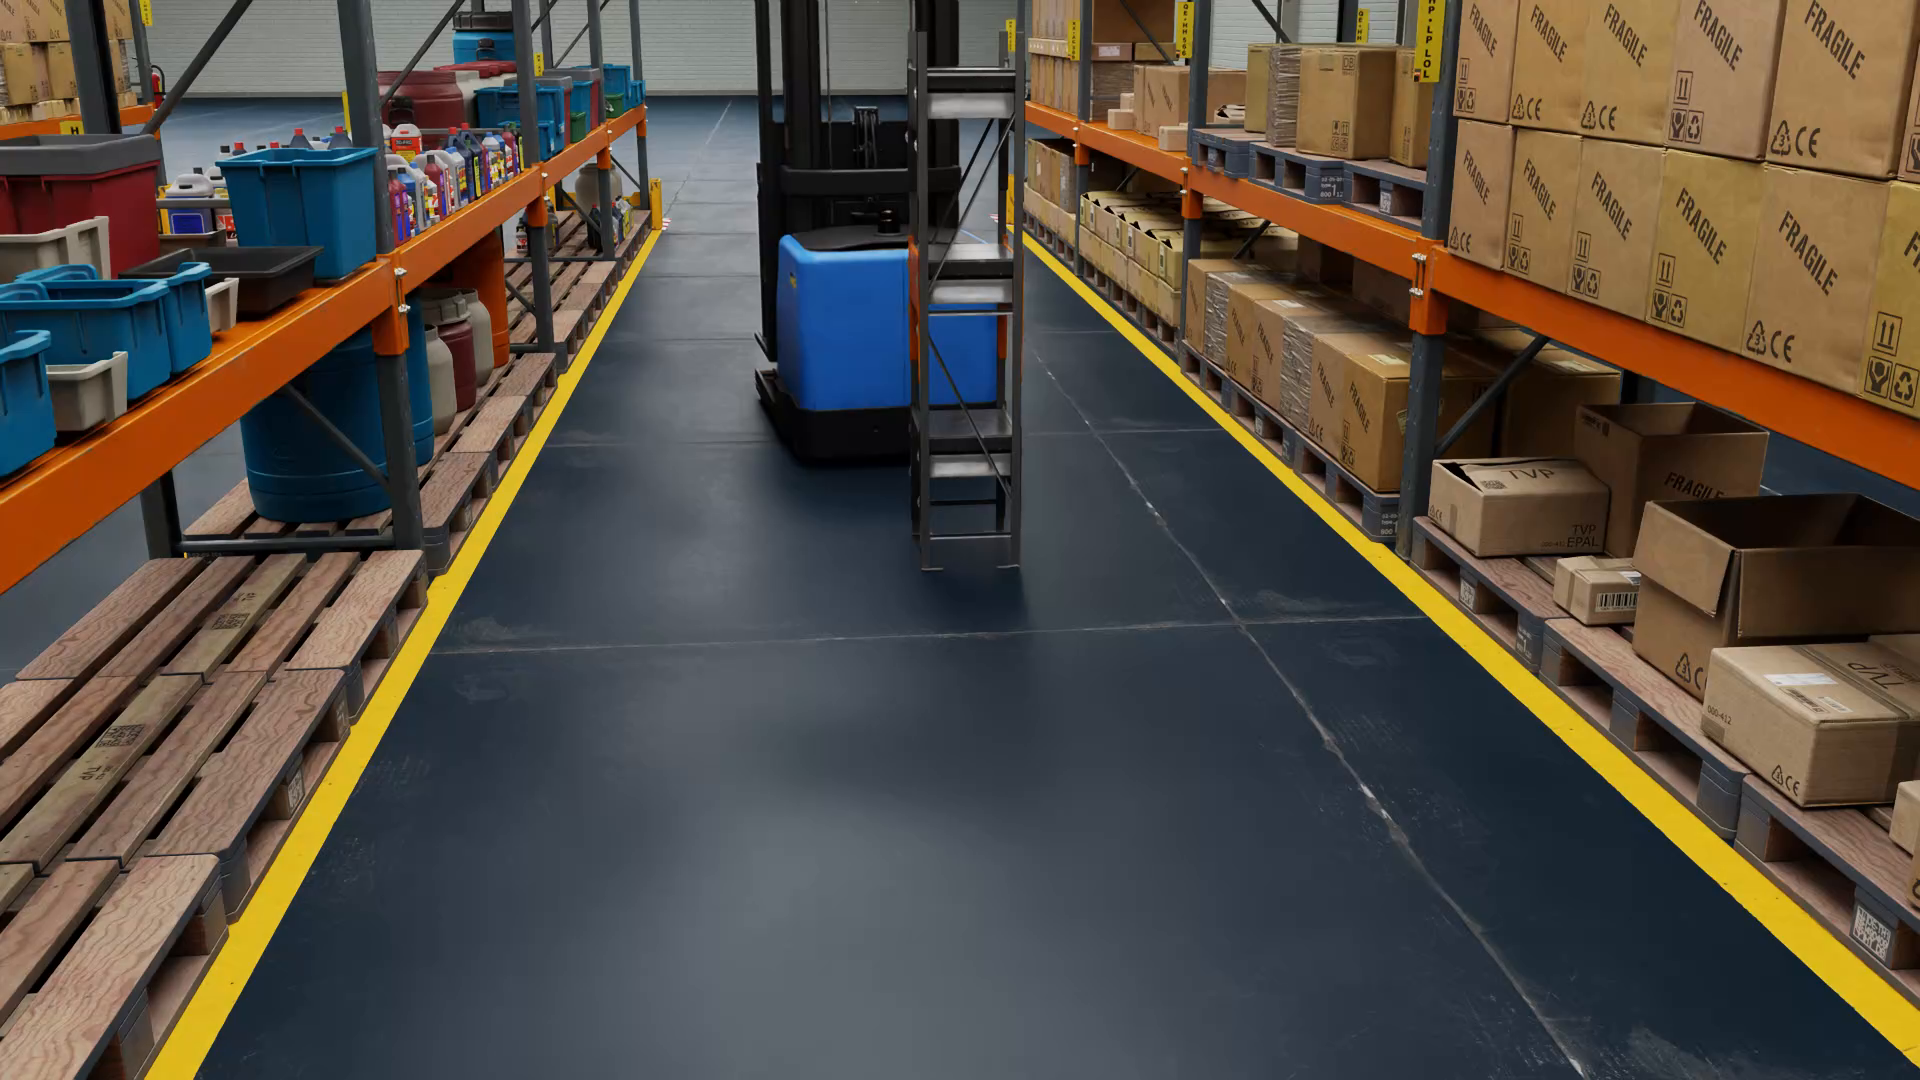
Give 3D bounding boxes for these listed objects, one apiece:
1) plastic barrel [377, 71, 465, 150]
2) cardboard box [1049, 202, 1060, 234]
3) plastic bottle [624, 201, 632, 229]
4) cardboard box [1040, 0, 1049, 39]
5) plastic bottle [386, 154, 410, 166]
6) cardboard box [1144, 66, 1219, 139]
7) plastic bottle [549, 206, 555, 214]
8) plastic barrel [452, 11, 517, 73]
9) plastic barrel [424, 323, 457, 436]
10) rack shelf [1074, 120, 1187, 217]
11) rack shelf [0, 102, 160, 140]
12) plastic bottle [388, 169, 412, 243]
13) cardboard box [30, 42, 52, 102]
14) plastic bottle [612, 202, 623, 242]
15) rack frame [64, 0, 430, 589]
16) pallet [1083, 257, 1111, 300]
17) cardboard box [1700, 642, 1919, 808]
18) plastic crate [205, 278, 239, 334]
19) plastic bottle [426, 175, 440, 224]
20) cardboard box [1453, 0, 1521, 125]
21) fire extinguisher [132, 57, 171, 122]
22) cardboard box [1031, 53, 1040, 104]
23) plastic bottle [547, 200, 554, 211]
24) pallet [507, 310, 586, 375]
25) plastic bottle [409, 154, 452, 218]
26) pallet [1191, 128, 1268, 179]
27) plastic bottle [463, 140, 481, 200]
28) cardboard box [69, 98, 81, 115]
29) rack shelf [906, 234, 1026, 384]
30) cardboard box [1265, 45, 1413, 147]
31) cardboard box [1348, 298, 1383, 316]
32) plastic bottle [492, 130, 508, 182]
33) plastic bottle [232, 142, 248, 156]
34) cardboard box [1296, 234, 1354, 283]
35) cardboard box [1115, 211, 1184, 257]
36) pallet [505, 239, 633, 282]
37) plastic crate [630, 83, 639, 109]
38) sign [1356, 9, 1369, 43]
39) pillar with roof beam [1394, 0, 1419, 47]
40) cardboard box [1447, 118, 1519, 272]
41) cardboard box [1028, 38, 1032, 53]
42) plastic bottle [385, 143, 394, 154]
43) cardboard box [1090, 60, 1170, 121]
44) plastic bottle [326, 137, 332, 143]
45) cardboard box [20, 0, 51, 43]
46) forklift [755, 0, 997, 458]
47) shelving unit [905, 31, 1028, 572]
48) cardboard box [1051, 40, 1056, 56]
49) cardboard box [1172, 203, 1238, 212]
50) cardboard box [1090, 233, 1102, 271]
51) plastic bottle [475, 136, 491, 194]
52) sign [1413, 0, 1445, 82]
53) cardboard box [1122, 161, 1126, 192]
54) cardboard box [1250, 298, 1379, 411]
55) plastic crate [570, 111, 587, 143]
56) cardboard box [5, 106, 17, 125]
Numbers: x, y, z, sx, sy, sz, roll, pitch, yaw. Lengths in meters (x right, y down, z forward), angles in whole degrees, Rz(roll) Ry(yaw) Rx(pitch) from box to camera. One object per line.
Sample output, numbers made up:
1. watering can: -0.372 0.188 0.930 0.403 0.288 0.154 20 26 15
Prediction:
1. plastic barrel: -3.359 -2.603 10.232 0.600 0.536 0.708 -2 18 -6
2. cardboard box: 1.131 -3.070 15.838 0.500 0.250 0.500 -2 18 -6
3. plastic bottle: -3.211 -3.093 15.834 0.152 0.276 0.135 -2 18 -5
4. cardboard box: 1.193 -5.299 16.715 0.700 0.500 0.500 -2 18 -7
5. plastic bottle: -2.513 -1.579 7.405 0.152 0.276 0.135 -2 18 -6
6. cardboard box: 1.674 -3.265 12.401 0.500 0.500 0.500 -2 18 -6
7. plastic bottle: -3.736 -2.903 15.216 0.061 0.283 0.133 -2 18 -6
8. plastic barrel: -3.684 -3.715 13.166 0.600 0.901 0.708 -2 18 -6
9. plastic barrel: -2.679 -0.775 8.090 0.421 0.512 0.421 0 17 0
10. rack shelf: 1.711 -2.813 12.331 1.077 0.370 4.000 -2 18 -6
11. rack shelf: -8.556 -3.700 15.156 1.077 0.370 4.000 -2 18 -6
12. plastic bottle: -2.225 -1.324 6.580 0.061 0.283 0.133 -2 18 -6
13. cardboard box: -8.502 -4.069 14.466 0.875 0.500 0.500 -2 18 -6
14. plastic bottle: -3.113 -2.856 14.955 0.144 0.351 0.185 -3 18 -8
15. rack frame: -2.598 -1.217 6.046 1.000 3.000 0.127 -2 18 -6
16. pallet: 1.619 -2.204 13.844 1.003 0.211 1.213 -2 18 -6
17. cardboard box: 2.373 0.486 4.476 0.500 0.250 0.500 -2 18 -6
18. plastic crate: -2.119 -0.610 4.453 0.293 0.136 0.466 -2 18 -6
19. plastic bottle: -2.309 -1.474 7.197 0.097 0.201 0.097 0 17 0
20. cardboard box: 2.098 -1.745 5.890 0.500 0.500 0.500 -1 17 -4
21. fire extinguisher: -8.315 -4.651 17.112 0.296 0.674 0.183 -2 18 -6
22. cardboard box: 1.127 -4.852 17.458 0.700 0.500 0.500 -2 18 -6
23. plastic bottle: -3.958 -3.151 16.025 0.097 0.271 0.097 0 17 0
24. pallet: -3.051 -1.310 10.998 1.003 0.211 1.213 -2 18 -6
25. plastic bottle: -2.362 -1.583 7.420 0.152 0.276 0.135 -2 18 -6
26. pallet: 2.057 -2.269 9.718 1.213 0.211 1.003 -2 18 -6
27. plastic bottle: -2.393 -1.810 8.131 0.061 0.283 0.133 -2 18 -6
28. cardboard box: -8.268 -3.997 15.321 0.380 0.149 0.250 -2 18 -6
29. rack shelf: 0.017 -0.939 6.710 0.431 0.518 0.480 -2 18 -6
30. cardboard box: 1.999 -2.346 8.774 0.700 0.500 0.500 1 17 5
31. cardboard box: 2.360 -0.996 8.781 0.500 0.500 0.500 -2 18 -8
32. plastic bottle: -2.506 -2.078 9.004 0.097 0.271 0.097 0 17 0
33. plastic bottle: -3.037 -1.512 7.069 0.144 0.351 0.185 -2 18 -6
34. cardboard box: 2.257 -1.648 9.604 0.500 0.250 0.500 -1 17 -4
35. cardboard box: 1.459 -2.320 12.511 0.500 0.311 0.500 -1 17 -4
36. pallet: -3.451 -2.471 14.697 1.003 0.211 1.213 -2 18 -6
37. plastic crate: -3.425 -4.388 16.394 0.499 0.251 0.408 -2 18 -6
38. sign: 2.456 -3.095 10.226 0.100 0.325 0.005 -2 18 -6
39. pillar with roof beam: 2.051 -9.433 22.201 9.100 9.000 0.400 -2 18 -6
40. cardboard box: 2.111 -1.256 6.004 0.500 0.500 0.500 -1 17 -4
41. cardboard box: 0.918 -5.178 17.412 0.380 0.149 0.250 -2 18 -6
42. plastic bottle: -3.117 -2.047 9.020 0.097 0.201 0.097 0 17 0
43. cardboard box: 1.453 -3.932 14.527 0.700 0.500 0.500 -2 18 -7
44. plastic bottle: -3.217 -1.927 8.521 0.097 0.271 0.097 0 17 0
45. cardboard box: -8.247 -4.554 14.342 0.500 0.500 0.500 -2 18 -6
46. forklift: -0.600 -2.206 9.311 1.130 2.935 3.031 -4 18 -12
47. shelving unit: 0.017 -0.952 6.705 0.431 2.100 0.503 -2 18 -6
48. cardboard box: 1.076 -4.720 15.953 0.380 0.149 0.250 -2 18 -5
49. cardboard box: 1.941 -2.493 13.063 0.500 0.311 0.500 -2 18 -6
50. cardboard box: 1.351 -2.361 13.578 0.500 0.250 0.500 -1 17 -4
51. plastic bottle: -2.426 -1.905 8.433 0.061 0.283 0.133 -2 18 -6
52. sign: 1.778 -1.903 6.298 0.100 0.325 0.005 -2 18 -6
53. cardboard box: 1.709 -3.295 15.303 0.500 0.500 0.500 -2 18 -6
54. cardboard box: 1.845 -0.973 8.707 0.500 0.500 0.500 -2 18 -8
55. plastic crate: -2.962 -2.989 12.045 0.450 0.188 0.662 -2 18 -6
56. cardboard box: -8.138 -3.549 13.895 0.380 0.149 0.250 -2 18 -6
